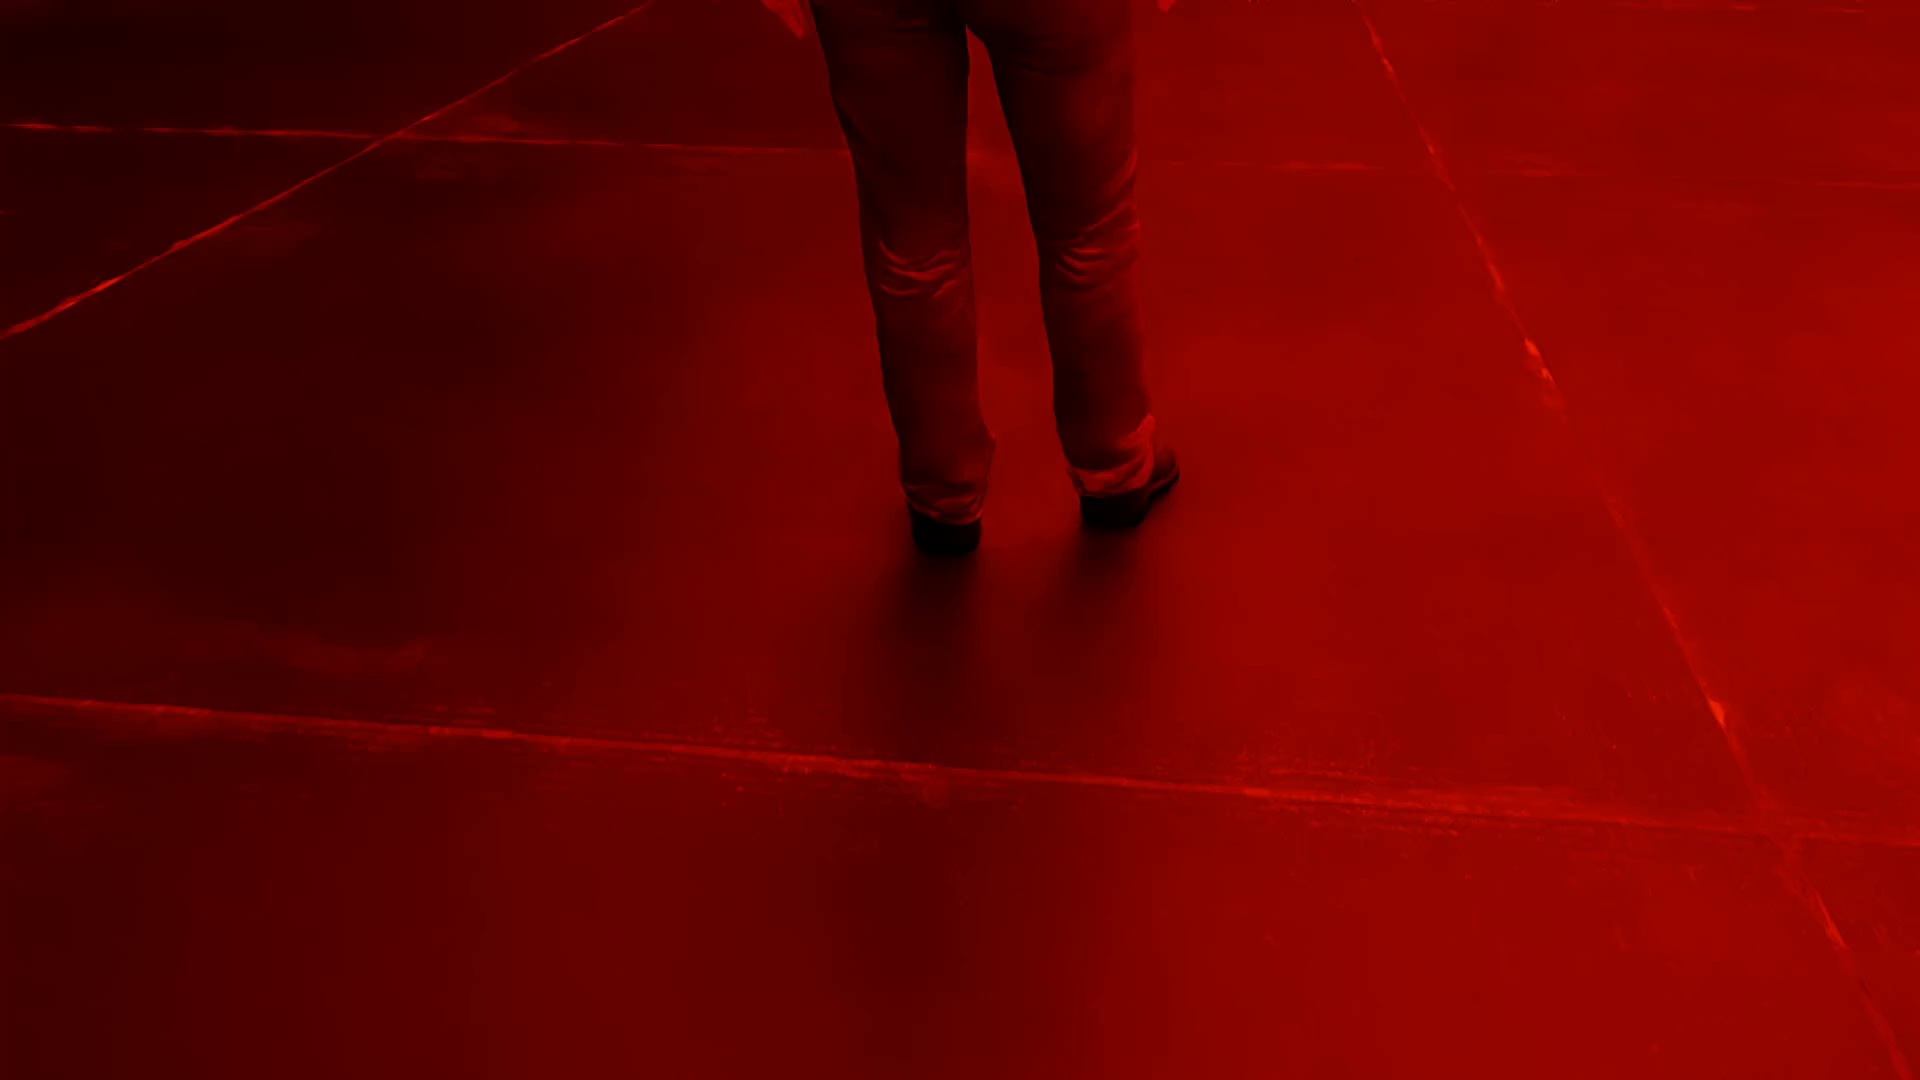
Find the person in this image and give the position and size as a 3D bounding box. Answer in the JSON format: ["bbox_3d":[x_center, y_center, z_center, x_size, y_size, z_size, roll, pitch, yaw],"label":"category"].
[{"bbox_3d":[0.016,-0.804,2.167,0.632,1.720,0.567,3,27,7],"label":"person"}]
